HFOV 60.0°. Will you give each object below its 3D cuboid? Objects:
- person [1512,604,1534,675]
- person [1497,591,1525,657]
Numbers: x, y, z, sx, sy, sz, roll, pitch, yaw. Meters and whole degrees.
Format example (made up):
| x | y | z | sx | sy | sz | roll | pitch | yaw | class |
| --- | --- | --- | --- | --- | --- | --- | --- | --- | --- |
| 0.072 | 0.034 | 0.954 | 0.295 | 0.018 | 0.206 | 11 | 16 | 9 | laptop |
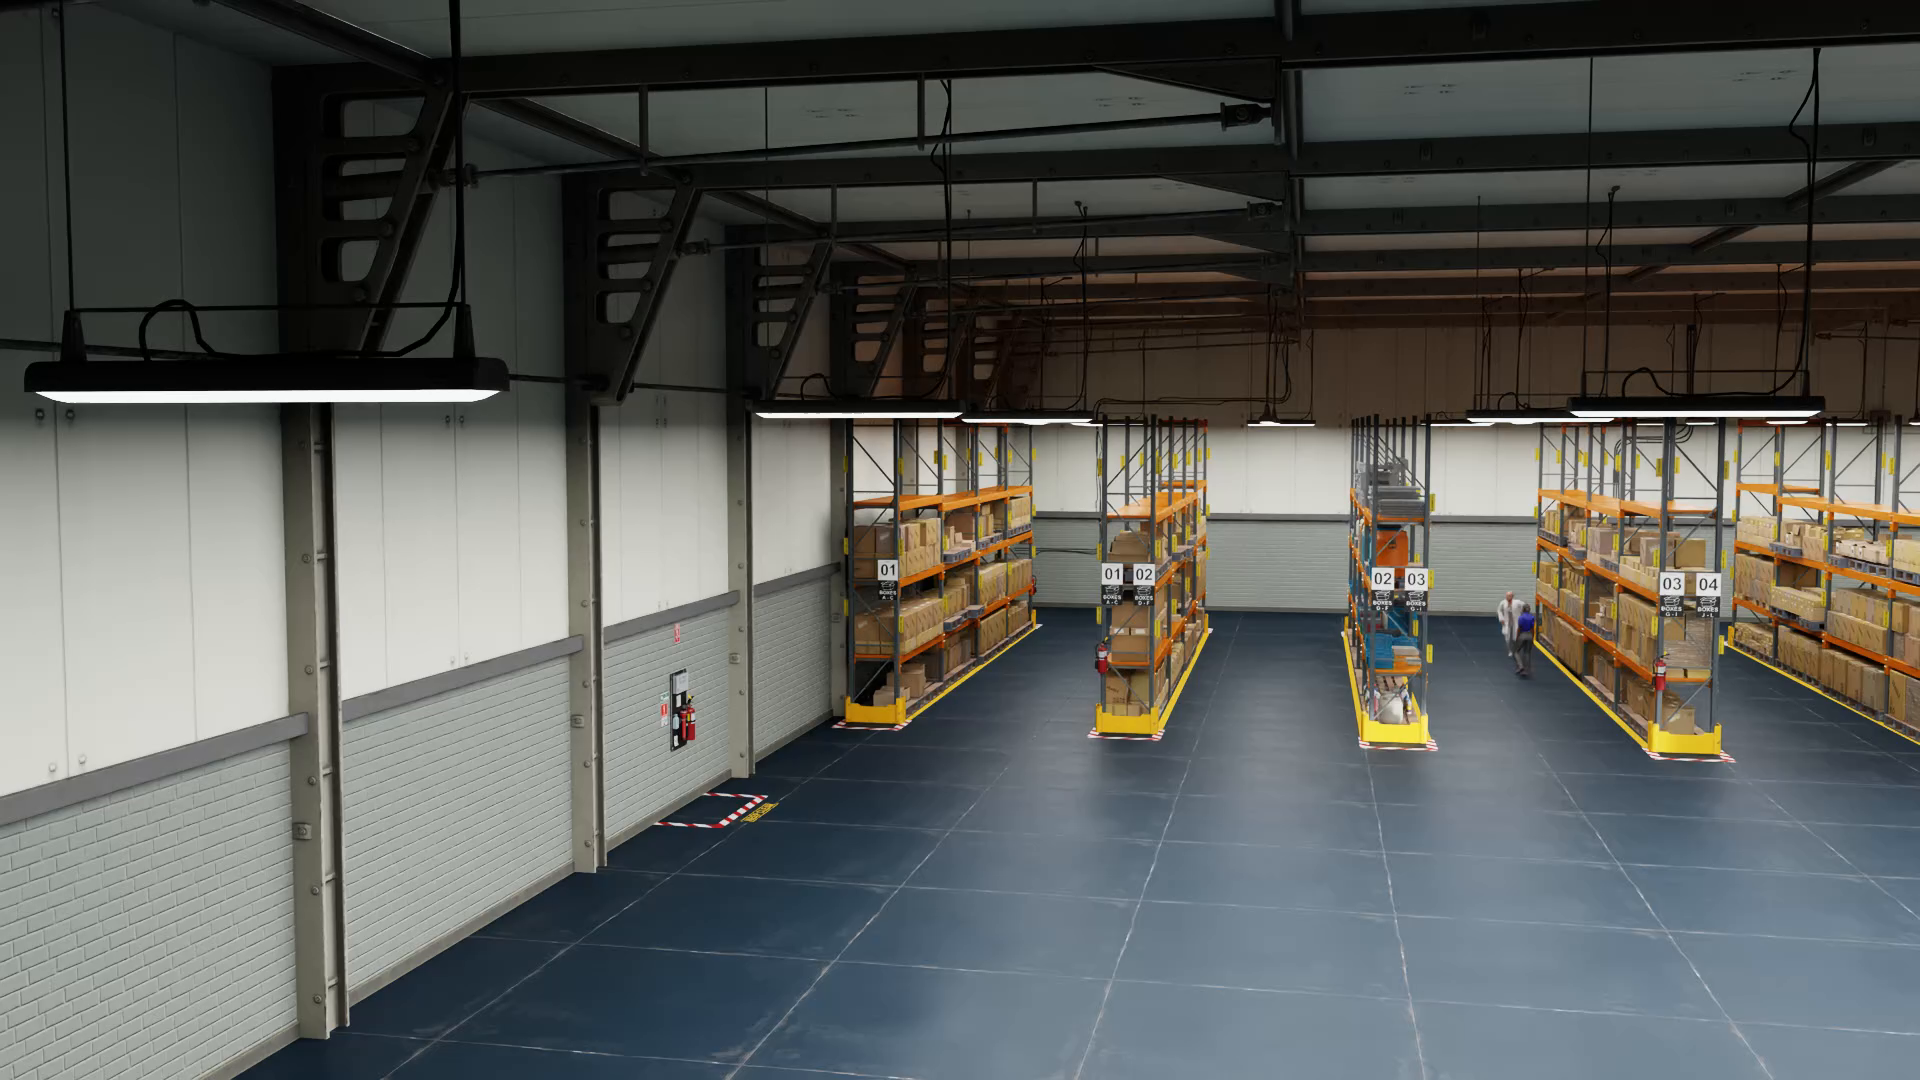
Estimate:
| x | y | z | sx | sy | sz | roll | pitch | yaw | class |
| --- | --- | --- | --- | --- | --- | --- | --- | --- | --- |
| 13.149 | 2.322 | 38.729 | 0.487 | 1.653 | 0.411 | -1 | 4 | -8 | person |
| 13.912 | 2.105 | 41.842 | 0.751 | 1.683 | 0.638 | 2 | 4 | 23 | person |
